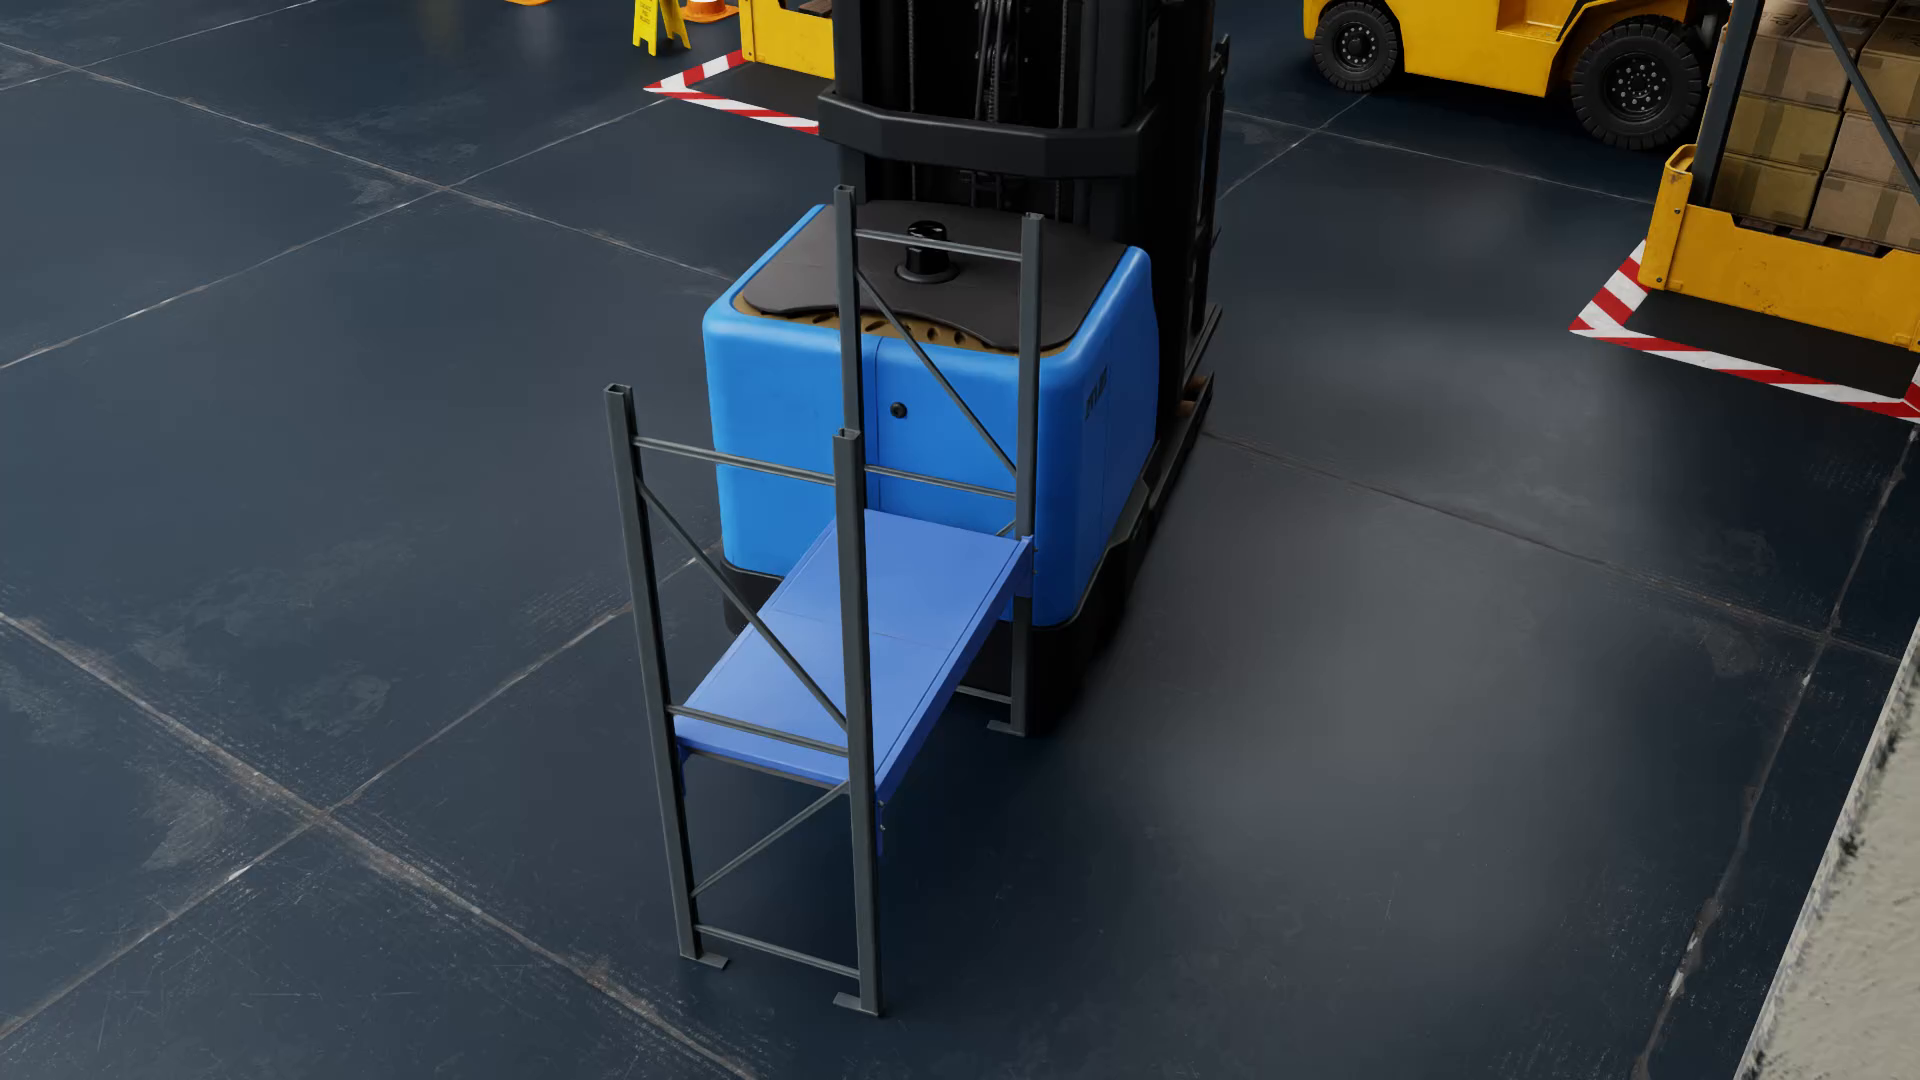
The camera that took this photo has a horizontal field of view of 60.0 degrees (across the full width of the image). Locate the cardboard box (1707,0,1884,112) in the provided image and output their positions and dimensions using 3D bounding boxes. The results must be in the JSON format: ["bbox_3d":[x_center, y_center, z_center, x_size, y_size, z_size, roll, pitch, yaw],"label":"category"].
[{"bbox_3d":[3.380,-1.969,6.723,0.500,0.250,0.500,23,40,30],"label":"cardboard box"}]

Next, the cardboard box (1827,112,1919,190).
[{"bbox_3d":[3.812,-1.600,6.624,0.500,0.250,0.500,22,40,29],"label":"cardboard box"}]

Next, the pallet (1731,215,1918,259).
[{"bbox_3d":[3.775,-1.419,7.211,1.003,0.211,1.213,21,39,28],"label":"pallet"}]

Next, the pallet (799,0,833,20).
[{"bbox_3d":[-0.171,-3.035,9.601,1.003,0.211,1.213,21,39,28],"label":"pallet"}]

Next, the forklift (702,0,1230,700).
[{"bbox_3d":[0.269,-1.599,5.050,1.130,2.935,3.031,11,35,15],"label":"forklift"}]

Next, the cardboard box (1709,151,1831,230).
[{"bbox_3d":[3.382,-1.560,7.011,0.500,0.250,0.500,22,40,28],"label":"cardboard box"}]

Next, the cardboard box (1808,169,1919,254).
[{"bbox_3d":[3.814,-1.407,6.784,0.500,0.250,0.500,21,40,28],"label":"cardboard box"}]

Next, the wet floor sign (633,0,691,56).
[{"bbox_3d":[-1.694,-3.071,9.267,0.232,0.644,0.267,-22,40,-29],"label":"wet floor sign"}]

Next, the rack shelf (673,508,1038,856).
[{"bbox_3d":[-0.231,0.273,3.881,0.538,0.185,1.000,12,36,17],"label":"rack shelf"}]

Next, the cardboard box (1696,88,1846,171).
[{"bbox_3d":[3.394,-1.774,6.881,0.500,0.250,0.500,21,39,28],"label":"cardboard box"}]

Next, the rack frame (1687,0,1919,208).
[{"bbox_3d":[3.374,-2.208,5.890,1.000,3.000,0.127,21,39,28],"label":"rack frame"}]

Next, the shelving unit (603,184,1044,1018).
[{"bbox_3d":[-0.231,0.124,3.780,0.538,1.500,1.048,12,36,17],"label":"shelving unit"}]

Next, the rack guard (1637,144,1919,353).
[{"bbox_3d":[3.360,-1.162,6.574,1.175,0.500,0.348,21,39,28],"label":"rack guard"}]

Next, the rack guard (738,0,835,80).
[{"bbox_3d":[-0.663,-2.792,8.984,1.175,0.500,0.348,21,39,28],"label":"rack guard"}]

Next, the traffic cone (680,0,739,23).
[{"bbox_3d":[-1.521,-3.351,9.844,0.336,0.463,0.334,21,39,28],"label":"traffic cone"}]

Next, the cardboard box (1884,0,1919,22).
[{"bbox_3d":[4.085,-2.049,6.842,0.500,0.250,0.500,21,39,28],"label":"cardboard box"}]

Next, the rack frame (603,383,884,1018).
[{"bbox_3d":[-0.411,0.390,3.386,0.500,1.500,0.032,12,36,17],"label":"rack frame"}]

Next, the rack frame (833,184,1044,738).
[{"bbox_3d":[-0.052,-0.143,4.174,0.500,1.500,0.032,12,36,17],"label":"rack frame"}]

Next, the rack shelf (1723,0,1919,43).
[{"bbox_3d":[4.514,-2.831,7.452,1.077,0.370,4.000,21,39,28],"label":"rack shelf"}]

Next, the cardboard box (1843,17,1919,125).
[{"bbox_3d":[3.803,-1.818,6.500,0.500,0.250,0.500,21,39,28],"label":"cardboard box"}]

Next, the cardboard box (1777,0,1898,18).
[{"bbox_3d":[3.666,-2.206,7.073,0.500,0.250,0.500,22,40,29],"label":"cardboard box"}]

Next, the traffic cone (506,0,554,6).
[{"bbox_3d":[-2.627,-3.549,10.137,0.336,0.463,0.334,21,39,28],"label":"traffic cone"}]

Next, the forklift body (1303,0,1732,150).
[{"bbox_3d":[2.956,-3.312,8.280,2.313,2.155,1.214,21,39,28],"label":"forklift body"}]
